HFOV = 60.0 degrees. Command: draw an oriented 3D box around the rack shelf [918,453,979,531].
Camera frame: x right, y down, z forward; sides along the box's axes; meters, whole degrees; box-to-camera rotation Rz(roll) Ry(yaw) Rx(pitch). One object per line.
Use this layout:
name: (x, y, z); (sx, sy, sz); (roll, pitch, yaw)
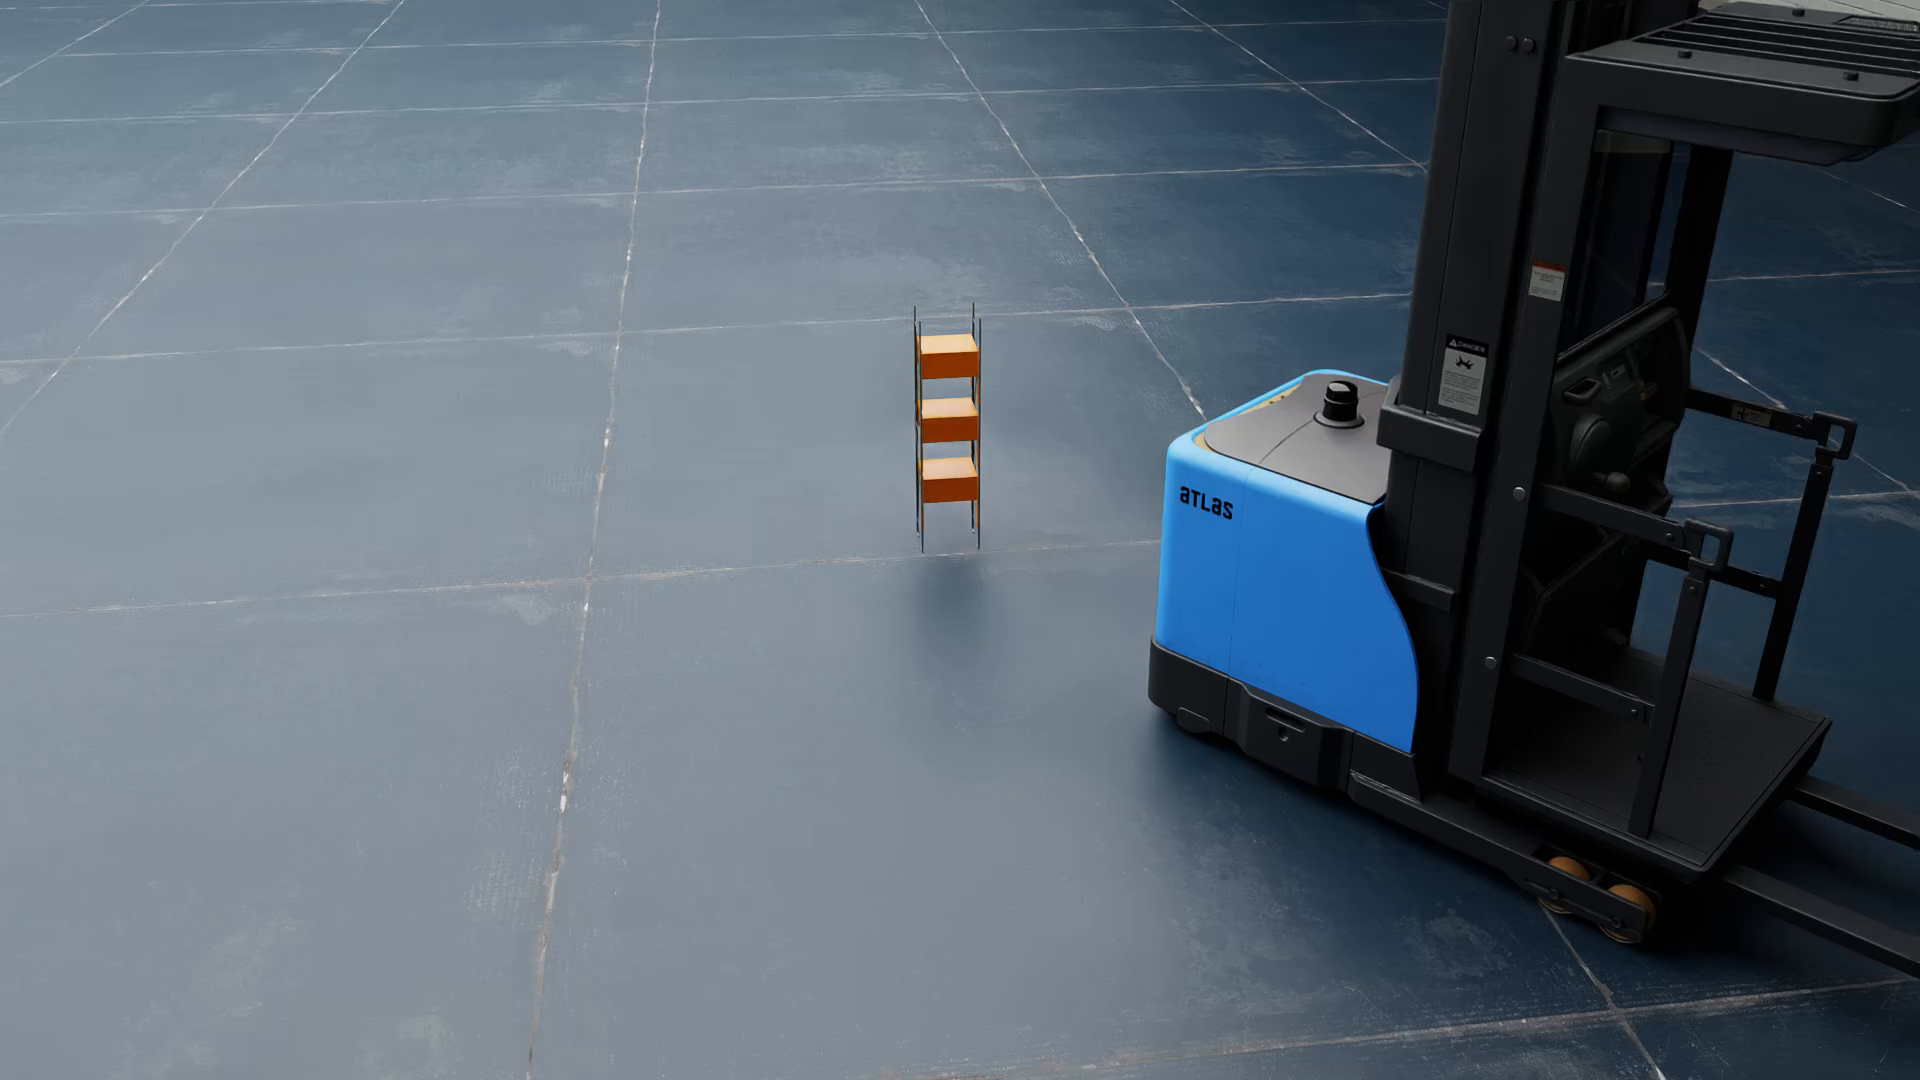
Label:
rack shelf: (-0.053, -0.207, 7.135); (0.240, 0.259, 0.215); (-4, 27, -7)

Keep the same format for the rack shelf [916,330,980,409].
rack shelf: (-0.053, -0.707, 6.879); (0.240, 0.259, 0.215); (-4, 27, -7)

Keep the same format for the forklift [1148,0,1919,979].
forklift: (2.102, -0.383, 4.785); (3.031, 2.935, 1.130); (23, 35, 37)

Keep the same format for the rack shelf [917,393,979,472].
rack shelf: (-0.053, -0.454, 7.009); (0.240, 0.259, 0.215); (-4, 27, -7)

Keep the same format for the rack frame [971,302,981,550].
rack frame: (0.068, -0.471, 7.019); (0.008, 1.050, 0.200); (-4, 27, -7)

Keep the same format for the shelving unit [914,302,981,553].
shelving unit: (-0.053, -0.464, 7.004); (0.252, 1.050, 0.215); (-4, 27, -7)

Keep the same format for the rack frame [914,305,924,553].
rack frame: (-0.174, -0.456, 6.989); (0.008, 1.050, 0.200); (-4, 27, -7)
